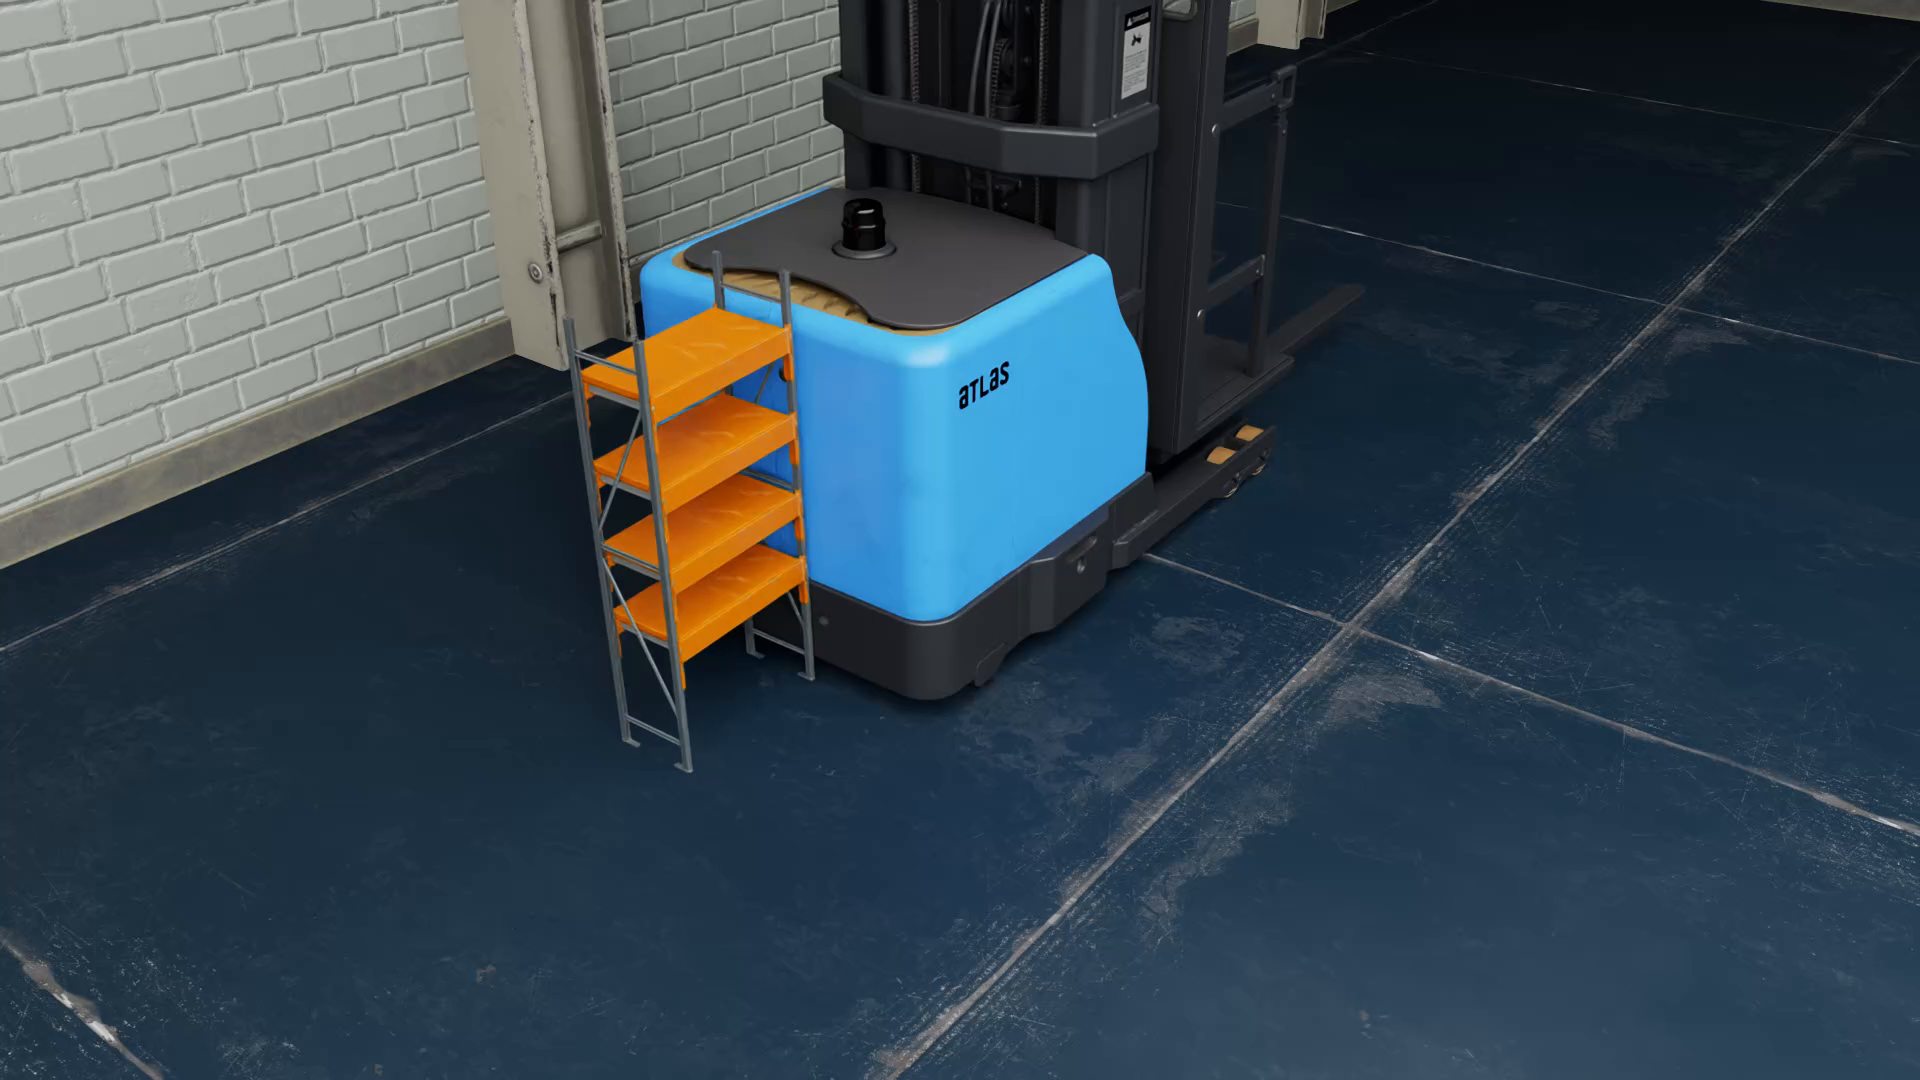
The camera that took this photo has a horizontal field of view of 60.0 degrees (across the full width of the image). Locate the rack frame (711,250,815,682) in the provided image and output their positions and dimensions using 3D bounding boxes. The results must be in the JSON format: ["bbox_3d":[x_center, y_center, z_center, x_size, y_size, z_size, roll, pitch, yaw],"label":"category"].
[{"bbox_3d":[-0.505,-0.161,4.334,0.240,1.200,0.015,20,37,30],"label":"rack frame"}]

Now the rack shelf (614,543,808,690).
[{"bbox_3d":[-0.645,0.170,4.302,0.258,0.148,0.480,20,37,30],"label":"rack shelf"}]

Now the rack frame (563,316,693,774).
[{"bbox_3d":[-0.788,0.046,3.995,0.240,1.200,0.015,20,37,30],"label":"rack frame"}]

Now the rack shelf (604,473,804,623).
[{"bbox_3d":[-0.646,0.000,4.199,0.258,0.148,0.480,20,37,30],"label":"rack shelf"}]

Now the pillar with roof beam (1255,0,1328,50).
[{"bbox_3d":[5.537,-5.755,6.134,9.100,9.000,0.400,21,37,31],"label":"pillar with roof beam"}]

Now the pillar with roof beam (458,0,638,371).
[{"bbox_3d":[1.915,-3.316,2.019,9.100,9.000,0.400,21,37,31],"label":"pillar with roof beam"}]

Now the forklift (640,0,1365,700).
[{"bbox_3d":[0.411,-1.533,4.962,1.130,2.935,3.031,21,36,31],"label":"forklift"}]

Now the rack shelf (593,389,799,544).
[{"bbox_3d":[-0.648,-0.191,4.083,0.258,0.148,0.480,20,37,30],"label":"rack shelf"}]

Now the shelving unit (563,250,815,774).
[{"bbox_3d":[-0.647,-0.058,4.164,0.258,1.200,0.503,20,37,30],"label":"shelving unit"}]

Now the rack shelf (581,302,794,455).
[{"bbox_3d":[-0.649,-0.394,3.961,0.258,0.148,0.480,20,37,30],"label":"rack shelf"}]
